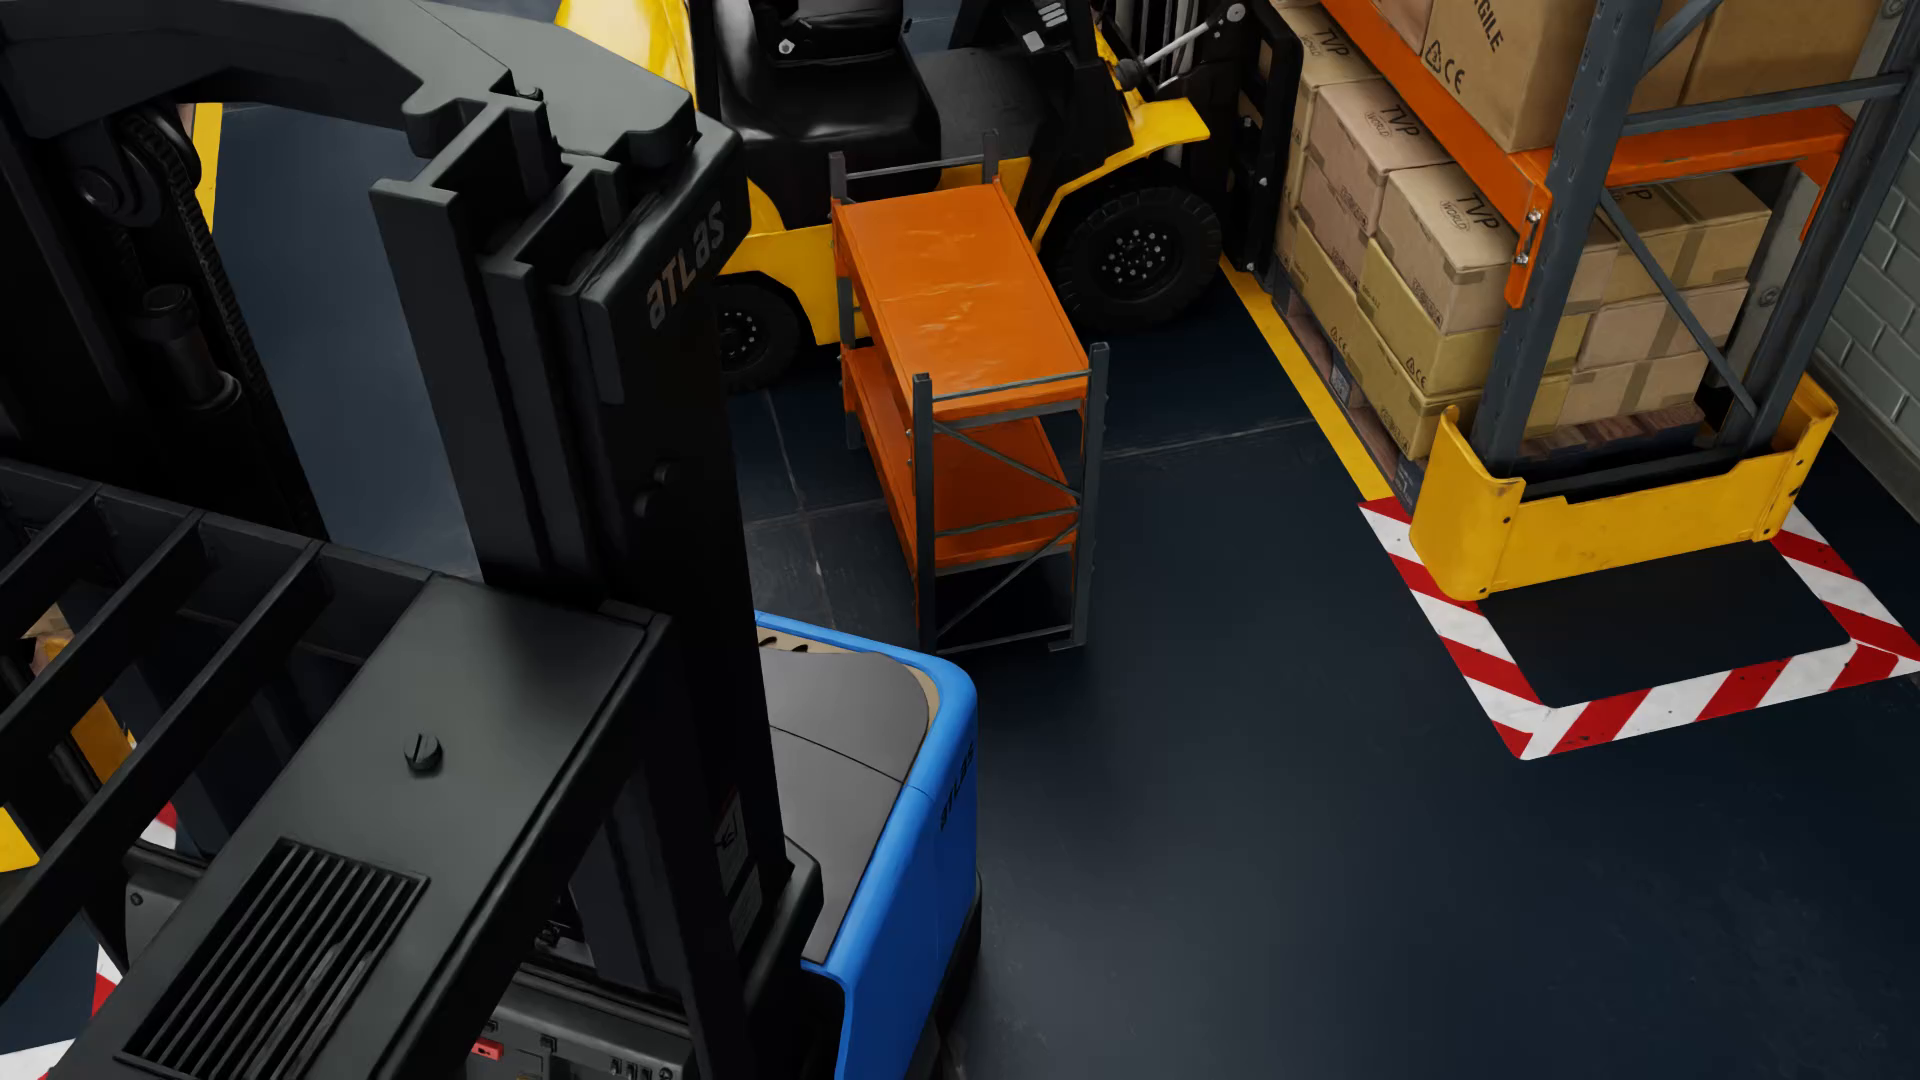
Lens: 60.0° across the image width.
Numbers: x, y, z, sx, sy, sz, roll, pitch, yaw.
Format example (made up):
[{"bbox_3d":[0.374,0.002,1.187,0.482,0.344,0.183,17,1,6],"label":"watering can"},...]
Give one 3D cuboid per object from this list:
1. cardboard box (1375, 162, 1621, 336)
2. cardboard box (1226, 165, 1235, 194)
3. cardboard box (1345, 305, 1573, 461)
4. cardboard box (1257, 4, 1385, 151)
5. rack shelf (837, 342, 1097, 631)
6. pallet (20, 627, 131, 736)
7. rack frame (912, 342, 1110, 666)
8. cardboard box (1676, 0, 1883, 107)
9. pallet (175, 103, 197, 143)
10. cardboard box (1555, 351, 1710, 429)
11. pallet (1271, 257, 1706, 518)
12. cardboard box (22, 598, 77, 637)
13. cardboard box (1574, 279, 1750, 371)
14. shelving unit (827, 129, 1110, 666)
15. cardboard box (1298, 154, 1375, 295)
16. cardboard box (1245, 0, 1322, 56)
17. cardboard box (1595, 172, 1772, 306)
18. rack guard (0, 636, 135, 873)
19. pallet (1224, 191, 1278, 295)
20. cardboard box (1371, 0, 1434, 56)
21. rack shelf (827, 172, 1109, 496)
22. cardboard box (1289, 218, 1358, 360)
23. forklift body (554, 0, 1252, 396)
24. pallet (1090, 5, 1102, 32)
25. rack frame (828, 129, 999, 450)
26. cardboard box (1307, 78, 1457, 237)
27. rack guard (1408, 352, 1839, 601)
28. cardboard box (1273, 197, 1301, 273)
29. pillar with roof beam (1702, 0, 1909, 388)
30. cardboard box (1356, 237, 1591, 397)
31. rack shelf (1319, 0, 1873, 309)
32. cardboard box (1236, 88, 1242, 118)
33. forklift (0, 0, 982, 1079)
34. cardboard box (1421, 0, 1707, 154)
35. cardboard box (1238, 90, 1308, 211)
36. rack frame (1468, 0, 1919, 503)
[{"bbox_3d":[1.587,-0.890,4.953,0.500,0.250,0.500,-9,46,-9],"label":"cardboard box"},{"bbox_3d":[1.188,-1.592,6.341,0.500,0.250,0.500,-9,46,-9],"label":"cardboard box"},{"bbox_3d":[1.581,-0.546,5.316,0.500,0.250,0.500,-10,46,-10],"label":"cardboard box"},{"bbox_3d":[1.312,-1.588,5.637,0.500,0.250,0.500,-10,46,-10],"label":"cardboard box"},{"bbox_3d":[-0.002,-0.227,5.027,0.538,0.278,1.000,-11,47,-10],"label":"rack shelf"},{"bbox_3d":[-2.984,0.172,4.934,1.003,0.211,1.213,-11,47,-10],"label":"pallet"},{"bbox_3d":[0.128,-0.047,4.509,0.500,1.125,0.032,-11,47,-10],"label":"rack frame"},{"bbox_3d":[2.148,-1.522,4.571,0.500,0.500,0.500,-9,46,-9],"label":"cardboard box"},{"bbox_3d":[-3.609,-1.513,6.585,1.003,0.211,1.213,-11,47,-10],"label":"pallet"},{"bbox_3d":[2.070,-0.654,5.422,0.500,0.250,0.500,-11,47,-10],"label":"cardboard box"},{"bbox_3d":[1.770,-0.639,5.728,1.003,0.211,1.213,-11,47,-10],"label":"pallet"},{"bbox_3d":[-2.730,0.024,4.758,0.500,0.250,0.500,-11,47,-11],"label":"cardboard box"},{"bbox_3d":[2.087,-0.817,5.231,0.500,0.250,0.500,-10,46,-10],"label":"cardboard box"},{"bbox_3d":[-0.002,-0.398,4.853,0.538,1.125,1.048,-11,47,-10],"label":"shelving unit"},{"bbox_3d":[1.462,-1.081,5.490,0.500,0.250,0.500,-11,47,-11],"label":"cardboard box"},{"bbox_3d":[1.189,-1.939,5.981,0.500,0.250,0.500,-12,47,-11],"label":"cardboard box"},{"bbox_3d":[2.066,-0.995,5.056,0.500,0.250,0.500,-11,47,-11],"label":"cardboard box"},{"bbox_3d":[-2.811,0.638,4.274,1.175,0.500,0.348,-11,47,-10],"label":"rack guard"},{"bbox_3d":[1.461,-1.479,6.552,1.003,0.211,1.213,-11,47,-10],"label":"pallet"},{"bbox_3d":[1.503,-1.781,4.825,0.500,0.500,0.500,-9,46,-9],"label":"cardboard box"},{"bbox_3d":[-0.002,-0.603,4.644,0.538,0.278,1.000,-11,47,-10],"label":"rack shelf"},{"bbox_3d":[1.462,-0.891,5.654,0.500,0.250,0.500,-11,47,-10],"label":"cardboard box"},{"bbox_3d":[-0.243,-1.773,5.482,2.313,2.155,1.214,-11,47,-10],"label":"forklift body"},{"bbox_3d":[1.145,-2.323,7.379,1.003,0.211,1.213,-11,47,-10],"label":"pallet"},{"bbox_3d":[-0.132,-0.749,5.197,0.500,1.125,0.032,-11,47,-10],"label":"rack frame"},{"bbox_3d":[1.450,-1.241,5.297,0.500,0.250,0.500,-10,46,-10],"label":"cardboard box"},{"bbox_3d":[2.012,-0.203,5.099,1.175,0.500,0.348,-11,47,-10],"label":"rack guard"},{"bbox_3d":[1.343,-1.238,5.994,0.500,0.250,0.500,-10,46,-10],"label":"cardboard box"},{"bbox_3d":[-1.462,-3.053,1.941,9.100,9.000,0.400,-11,47,-10],"label":"pillar with roof beam"},{"bbox_3d":[1.579,-0.733,5.149,0.500,0.250,0.500,-11,47,-11],"label":"cardboard box"},{"bbox_3d":[1.494,-2.223,5.832,1.077,0.370,4.000,-11,47,-10],"label":"rack shelf"},{"bbox_3d":[1.184,-1.780,6.175,0.500,0.250,0.500,-11,47,-10],"label":"cardboard box"},{"bbox_3d":[-0.901,0.879,2.337,1.130,2.935,3.031,14,47,13],"label":"forklift"},{"bbox_3d":[1.626,-1.421,4.472,0.500,0.500,0.500,-12,47,-11],"label":"cardboard box"},{"bbox_3d":[1.309,-1.434,5.836,0.500,0.250,0.500,-12,47,-11],"label":"cardboard box"},{"bbox_3d":[2.006,-1.094,4.222,1.000,3.000,0.127,-11,47,-10],"label":"rack frame"}]
